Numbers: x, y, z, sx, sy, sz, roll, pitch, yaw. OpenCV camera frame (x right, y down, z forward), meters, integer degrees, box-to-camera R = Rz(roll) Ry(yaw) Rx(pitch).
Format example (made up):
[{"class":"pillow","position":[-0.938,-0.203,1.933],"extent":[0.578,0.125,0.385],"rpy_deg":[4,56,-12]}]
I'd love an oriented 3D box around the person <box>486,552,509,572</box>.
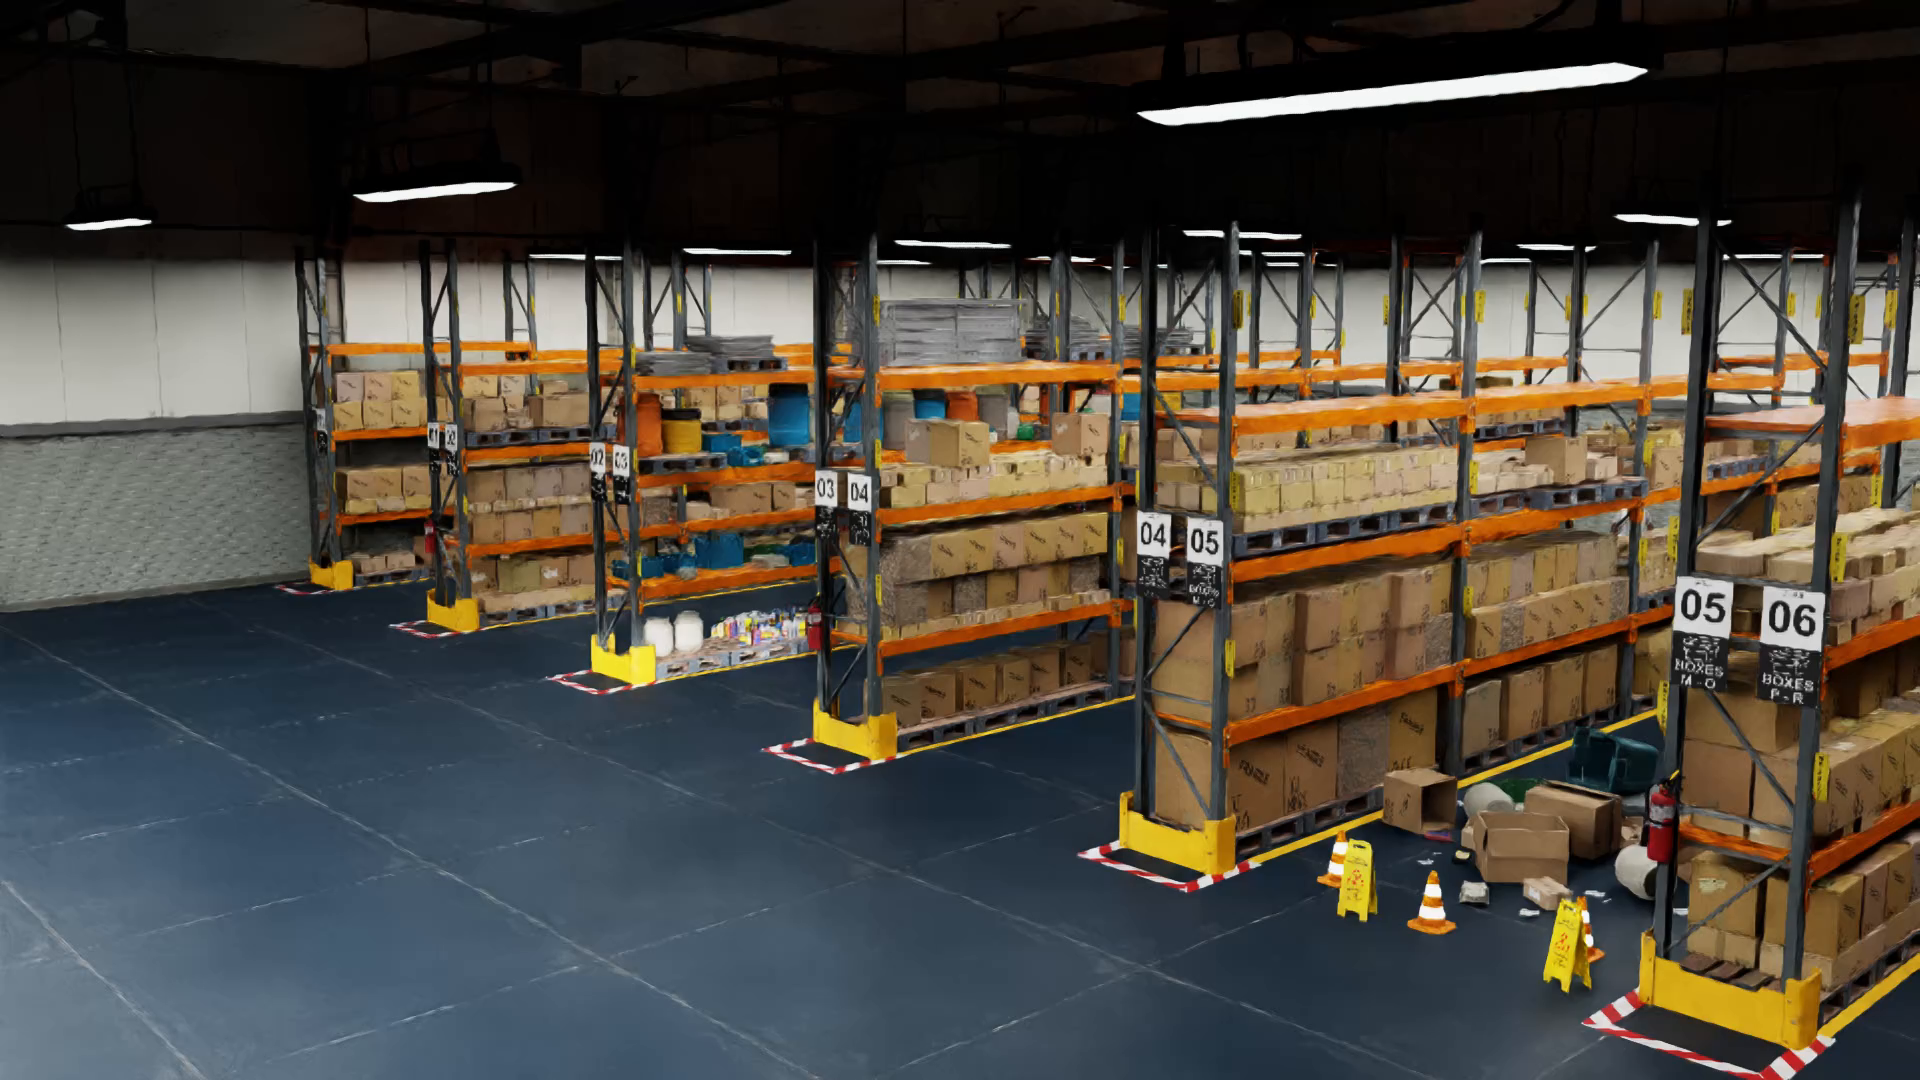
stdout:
[{"class":"person","position":[-8.094,0.202,28.746],"extent":[0.815,1.530,0.562],"rpy_deg":[-6,10,-37]}]

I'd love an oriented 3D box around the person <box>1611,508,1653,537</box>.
[{"class":"person","position":[11.785,0.037,29.167],"extent":[0.684,1.717,0.809],"rpy_deg":[4,9,27]}]

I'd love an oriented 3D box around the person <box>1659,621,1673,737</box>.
[{"class":"person","position":[8.393,1.457,19.240],"extent":[0.421,1.694,0.610],"rpy_deg":[3,9,20]}]
